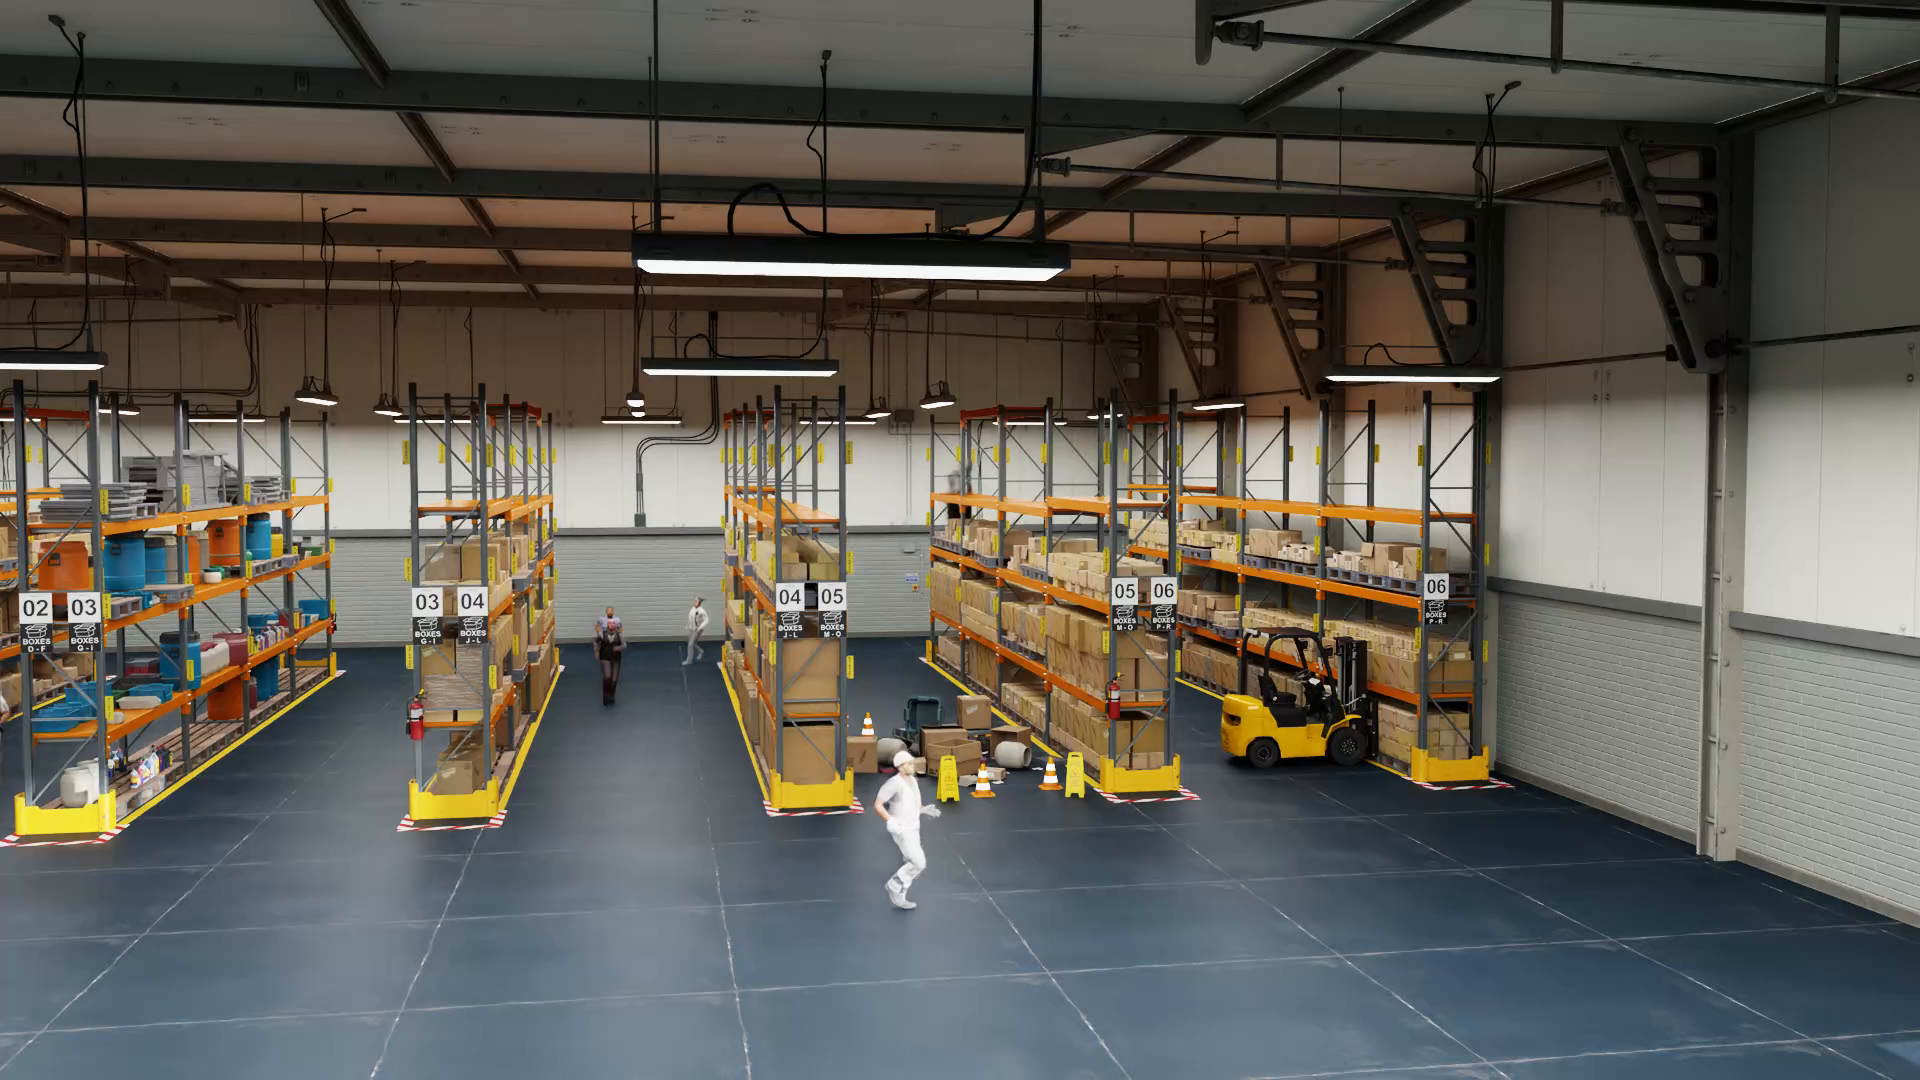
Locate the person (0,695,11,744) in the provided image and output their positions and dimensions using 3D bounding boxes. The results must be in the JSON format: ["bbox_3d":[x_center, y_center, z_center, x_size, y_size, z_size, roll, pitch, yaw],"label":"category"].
[{"bbox_3d":[-14.578,2.879,24.858,0.672,1.741,0.599,-1,3,-24],"label":"person"}]

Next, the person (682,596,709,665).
[{"bbox_3d":[-6.275,2.153,39.872,0.645,1.646,0.674,2,4,40],"label":"person"}]

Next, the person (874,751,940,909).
[{"bbox_3d":[-0.549,3.200,18.287,0.566,1.749,0.665,1,3,25],"label":"person"}]

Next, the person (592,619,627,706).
[{"bbox_3d":[-7.013,2.452,33.392,0.638,1.738,0.686,-1,3,-22],"label":"person"}]

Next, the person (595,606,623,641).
[{"bbox_3d":[-7.824,2.322,37.133,0.598,1.682,0.677,-1,3,-18],"label":"person"}]
